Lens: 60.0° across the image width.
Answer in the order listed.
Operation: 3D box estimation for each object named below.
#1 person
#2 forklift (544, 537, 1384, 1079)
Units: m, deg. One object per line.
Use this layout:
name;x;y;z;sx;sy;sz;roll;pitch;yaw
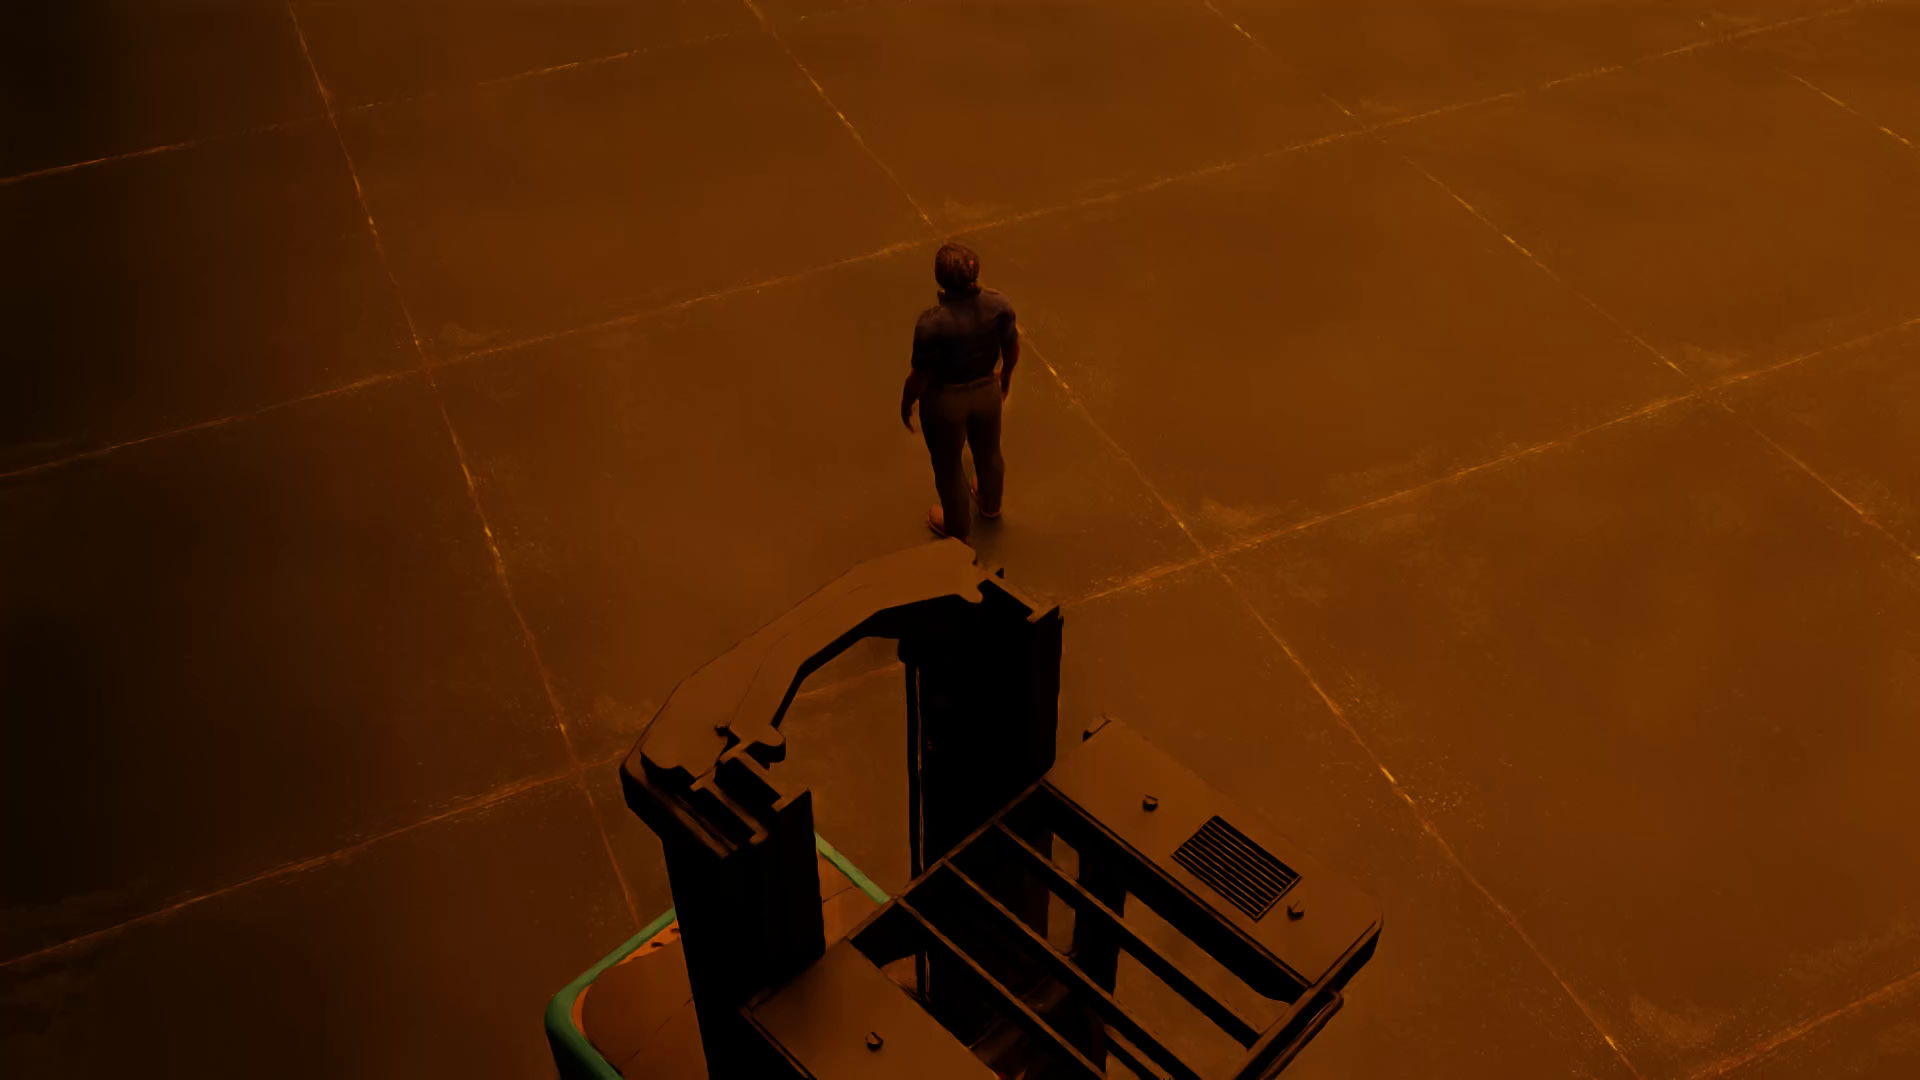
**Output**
person;-0.019;-0.670;7.323;0.570;1.654;0.503;-18;46;-18
forklift;0.170;1.544;4.026;1.130;2.935;3.031;-34;53;-31
